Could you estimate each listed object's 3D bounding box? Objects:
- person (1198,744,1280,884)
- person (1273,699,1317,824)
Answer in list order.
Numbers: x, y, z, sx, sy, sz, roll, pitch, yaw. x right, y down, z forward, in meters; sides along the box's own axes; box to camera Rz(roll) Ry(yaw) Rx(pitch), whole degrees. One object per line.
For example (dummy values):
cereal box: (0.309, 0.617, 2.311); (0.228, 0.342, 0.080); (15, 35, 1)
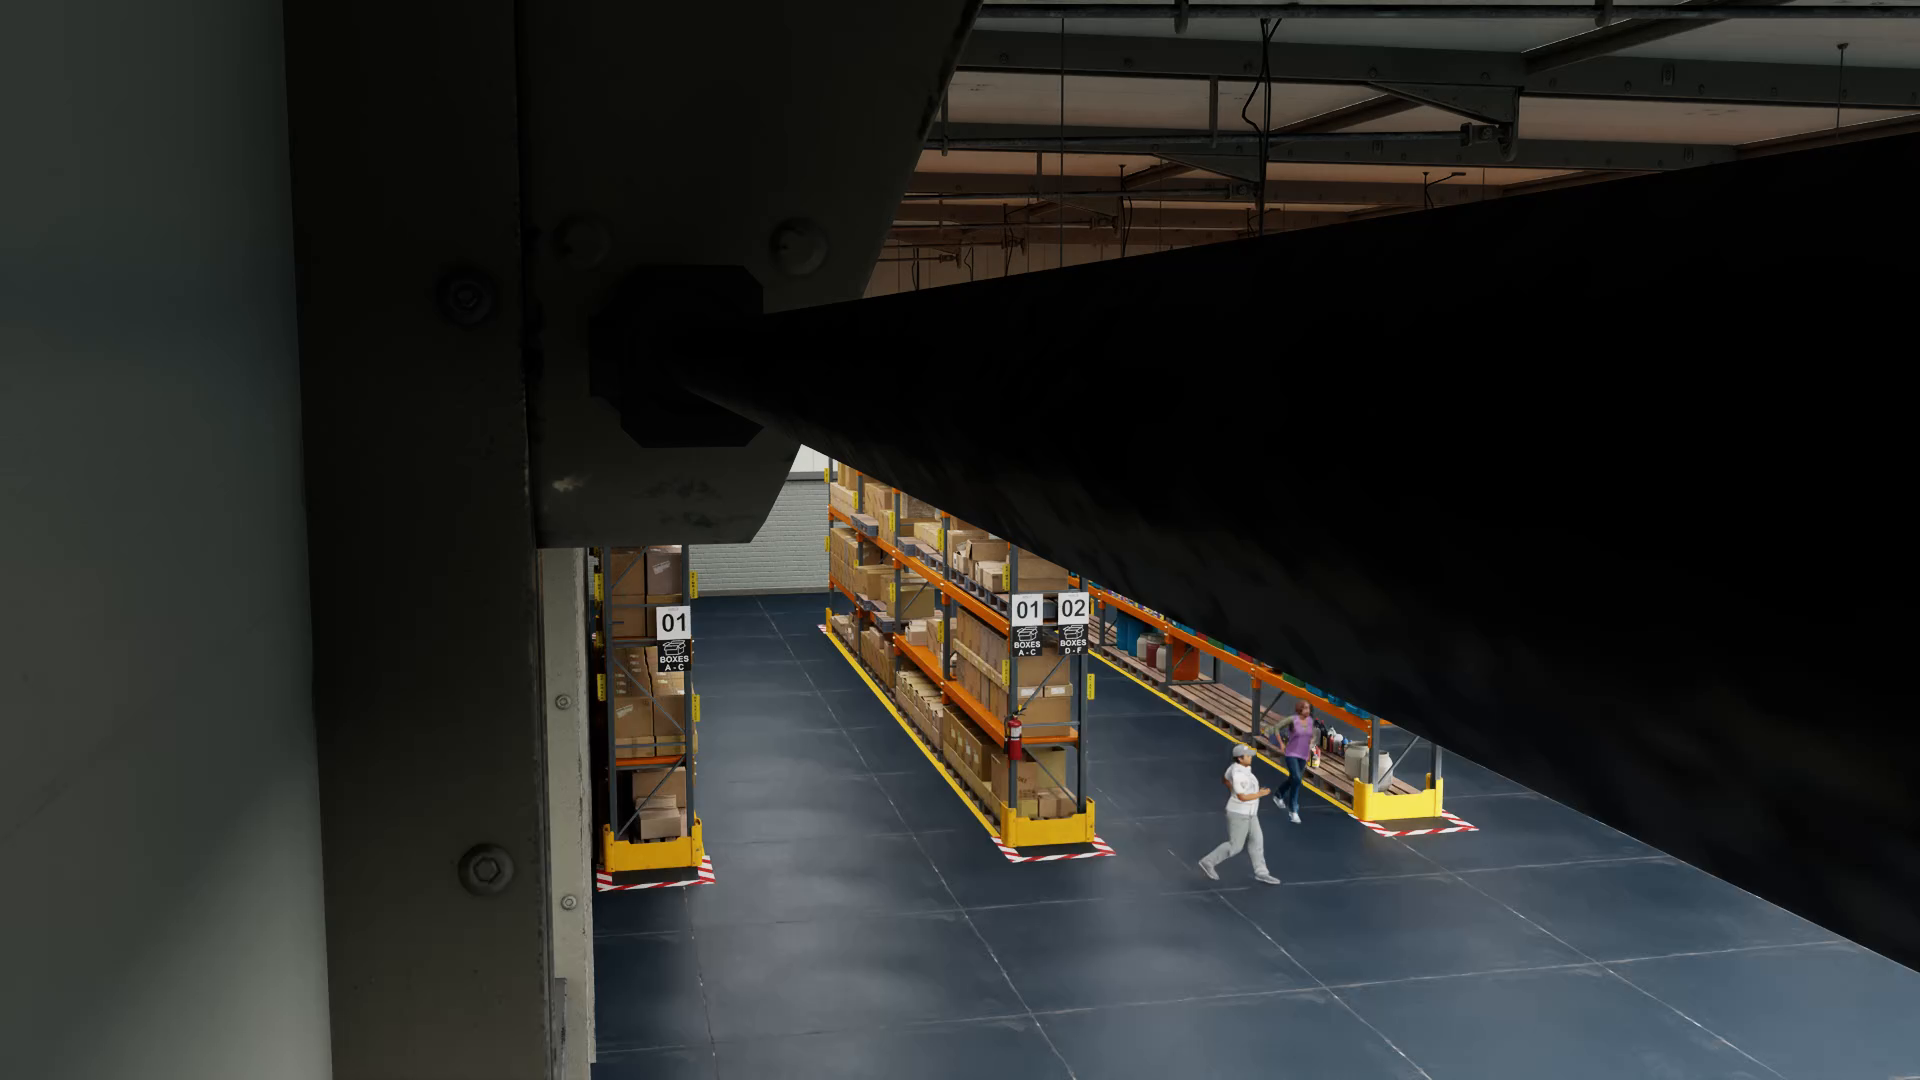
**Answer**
person: (3.275, 3.194, 19.393); (0.941, 1.651, 0.602); (2, 7, 15)
person: (4.497, 2.922, 22.281); (0.539, 1.627, 0.740); (-3, 7, -24)
